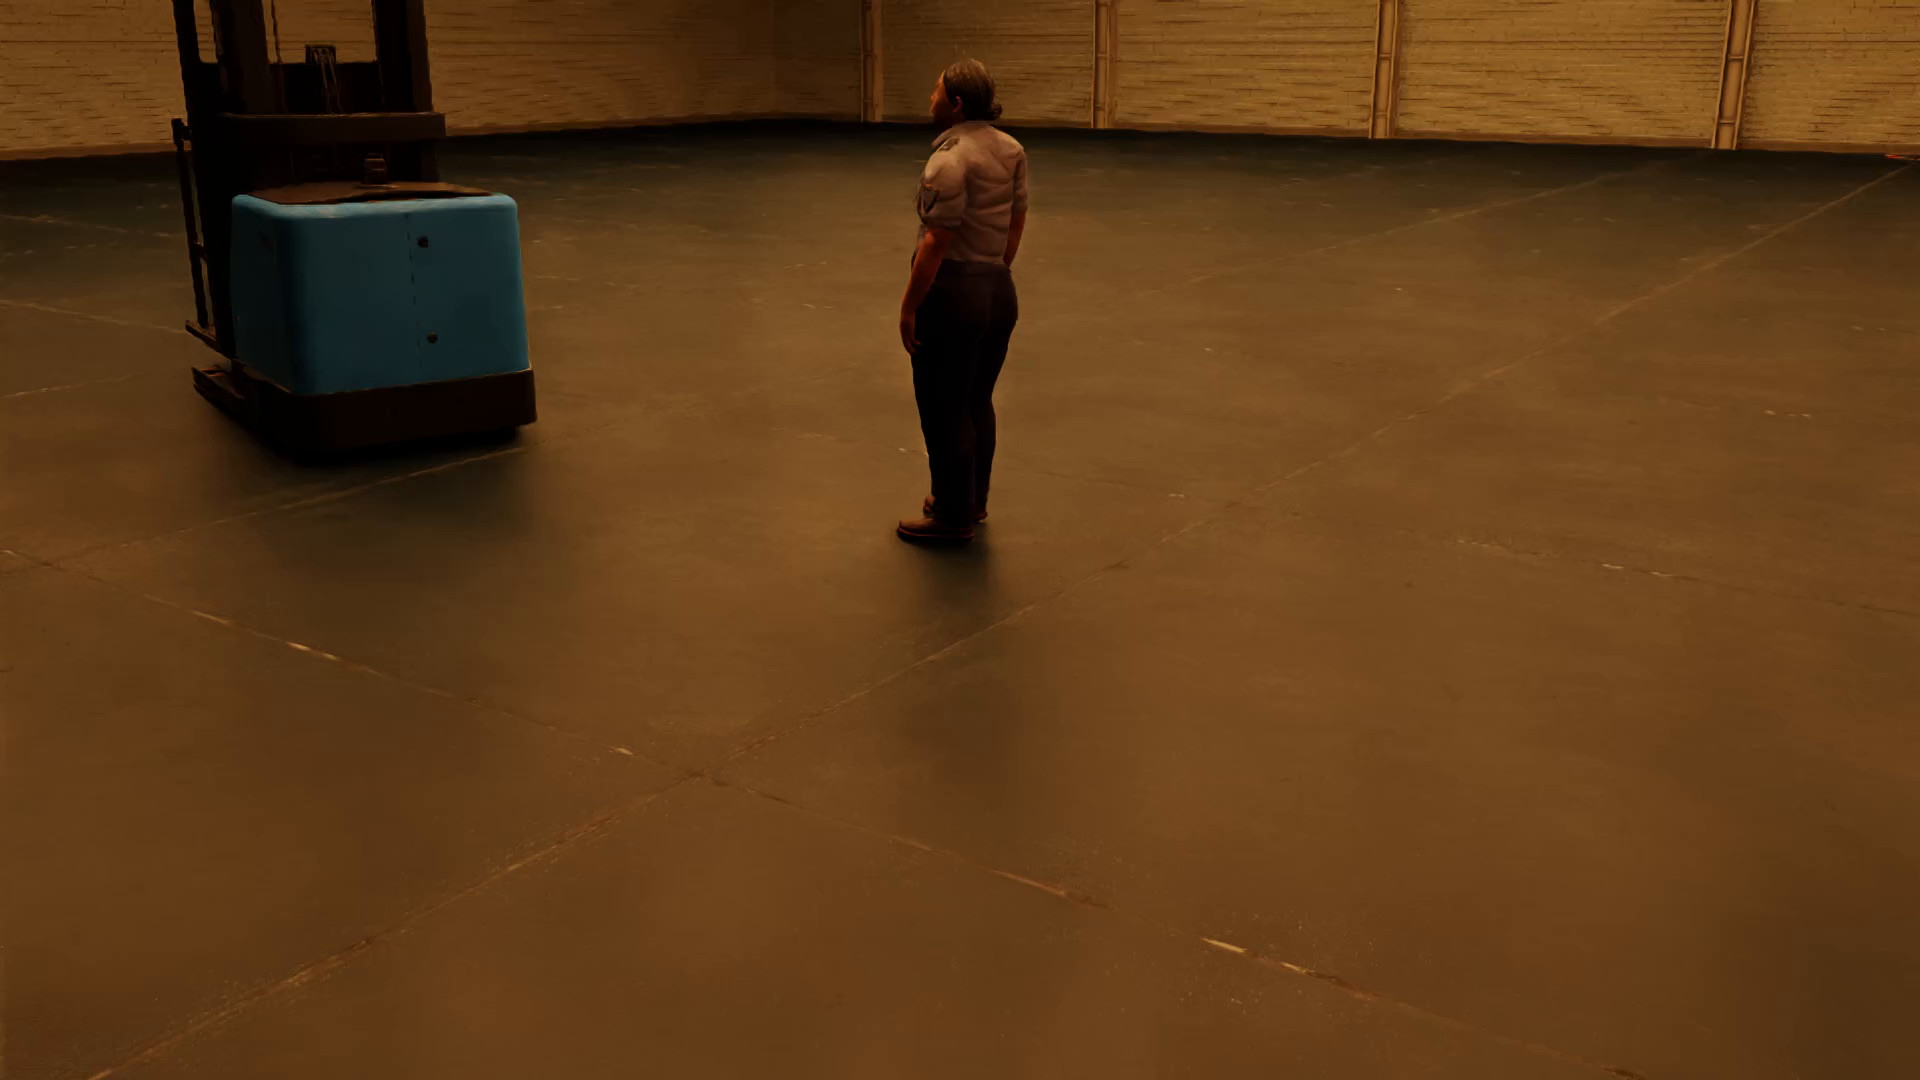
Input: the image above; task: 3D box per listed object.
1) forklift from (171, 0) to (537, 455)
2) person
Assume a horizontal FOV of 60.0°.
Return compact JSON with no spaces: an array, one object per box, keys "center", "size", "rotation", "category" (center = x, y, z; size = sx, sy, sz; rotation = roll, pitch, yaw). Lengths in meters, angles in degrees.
[{"center":[-3.174,-2.131,7.959],"size":[1.130,2.935,3.031],"rotation":[-12,20,-34],"category":"forklift"},{"center":[-0.061,-0.816,5.777],"size":[0.502,1.650,0.599],"rotation":[11,20,33],"category":"person"}]
